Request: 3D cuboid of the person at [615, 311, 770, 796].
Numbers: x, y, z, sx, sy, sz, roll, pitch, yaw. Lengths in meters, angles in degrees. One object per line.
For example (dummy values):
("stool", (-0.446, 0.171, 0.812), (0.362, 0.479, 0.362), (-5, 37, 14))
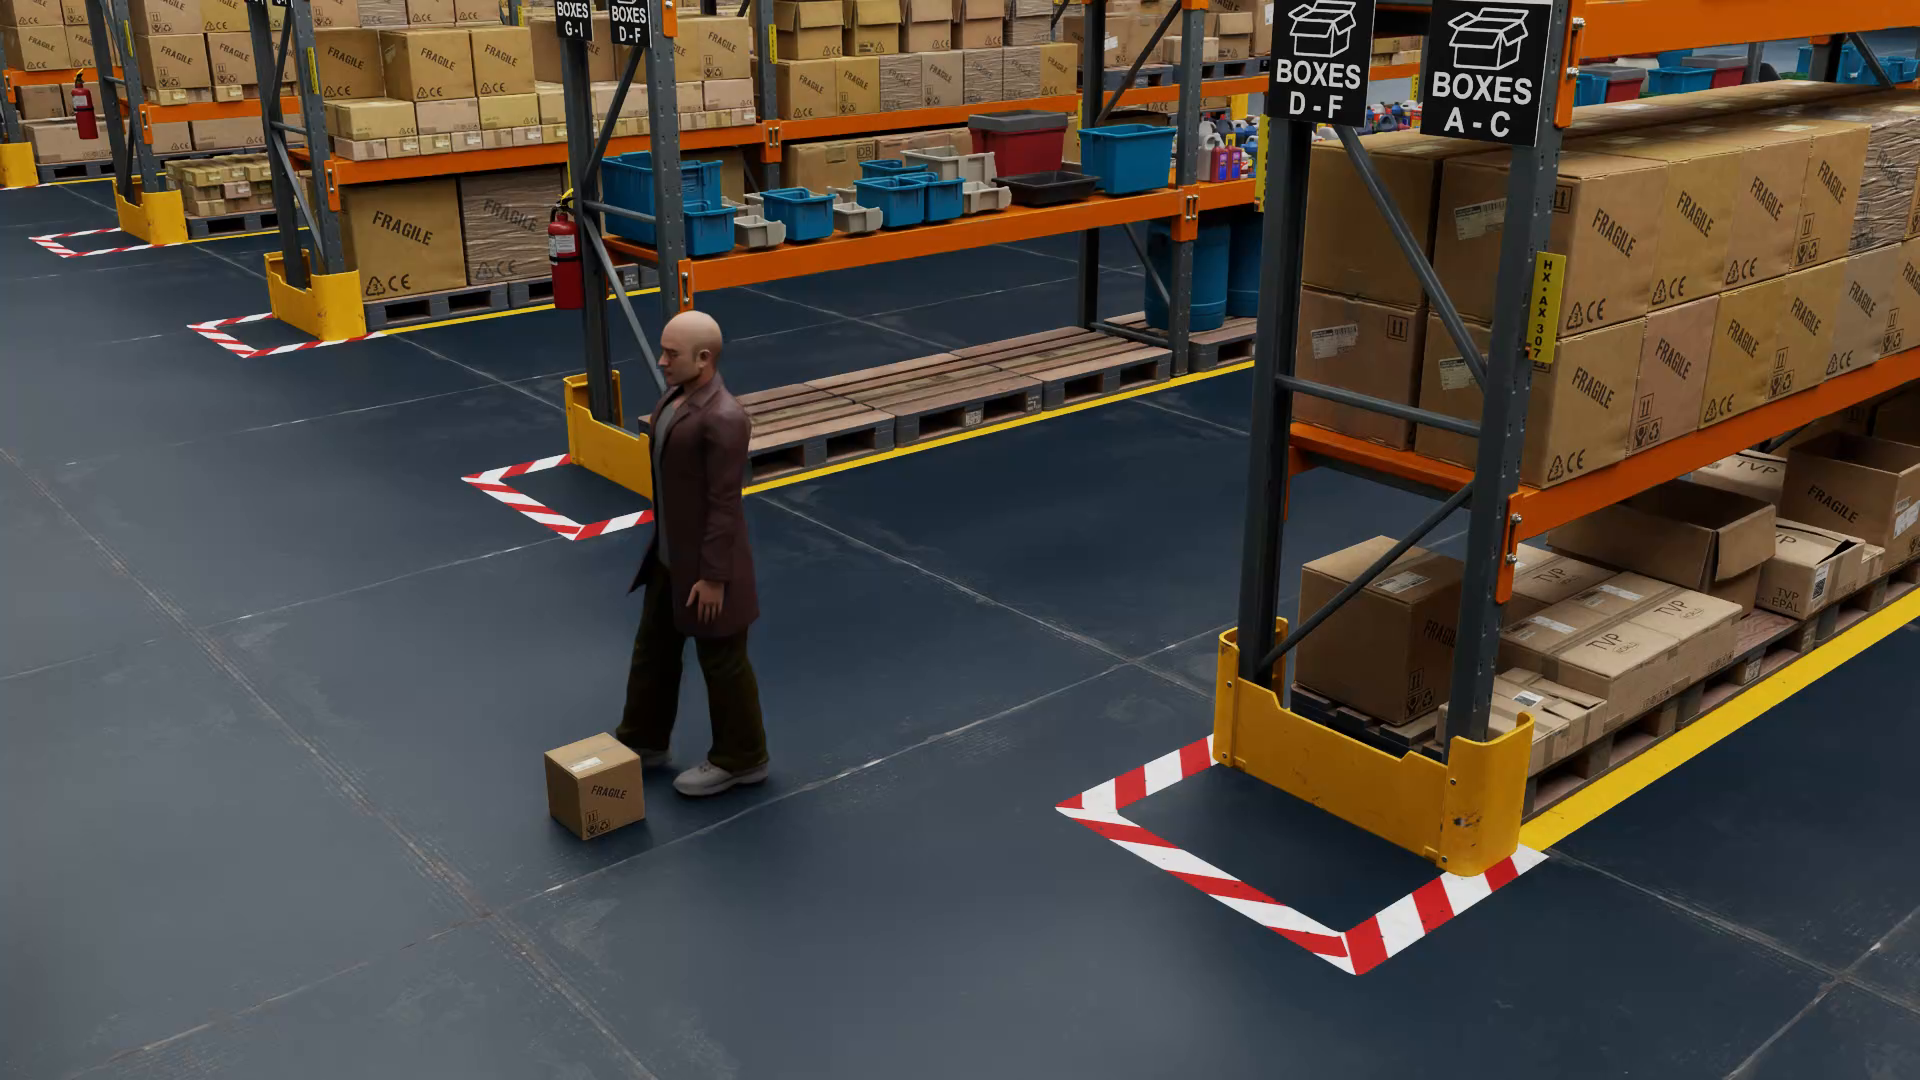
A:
("person", (-1.038, 0.081, 5.851), (0.646, 1.776, 0.599), (-12, 24, -28))
